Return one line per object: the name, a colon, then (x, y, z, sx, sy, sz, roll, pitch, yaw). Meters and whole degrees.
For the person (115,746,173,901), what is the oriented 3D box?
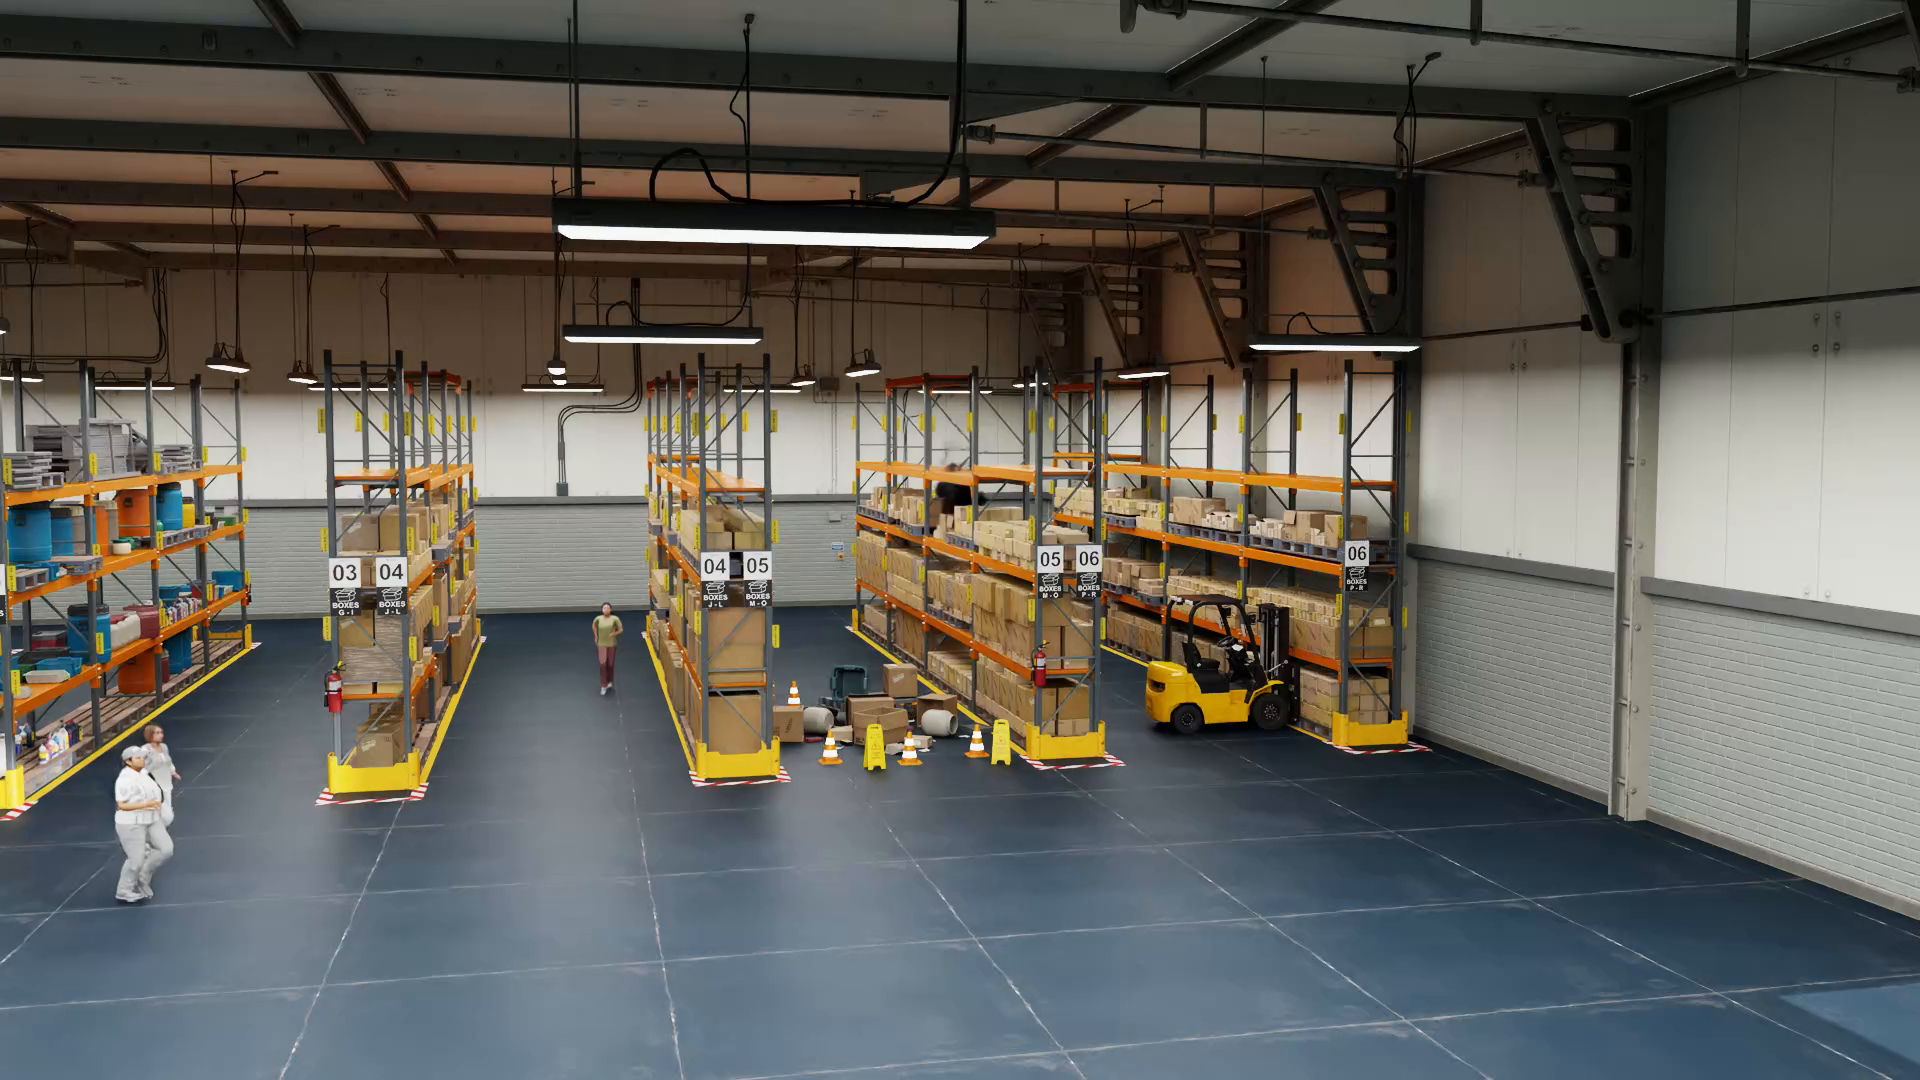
person: (-8.549, 2.972, 17.411, 0.603, 1.656, 0.588, 1, 4, 8)

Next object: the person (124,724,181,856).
person: (-9.201, 2.896, 19.099, 0.544, 1.557, 0.528, 1, 4, 16)

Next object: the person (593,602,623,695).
person: (-6.580, 2.011, 31.112, 0.564, 1.709, 0.775, -1, 4, -12)
